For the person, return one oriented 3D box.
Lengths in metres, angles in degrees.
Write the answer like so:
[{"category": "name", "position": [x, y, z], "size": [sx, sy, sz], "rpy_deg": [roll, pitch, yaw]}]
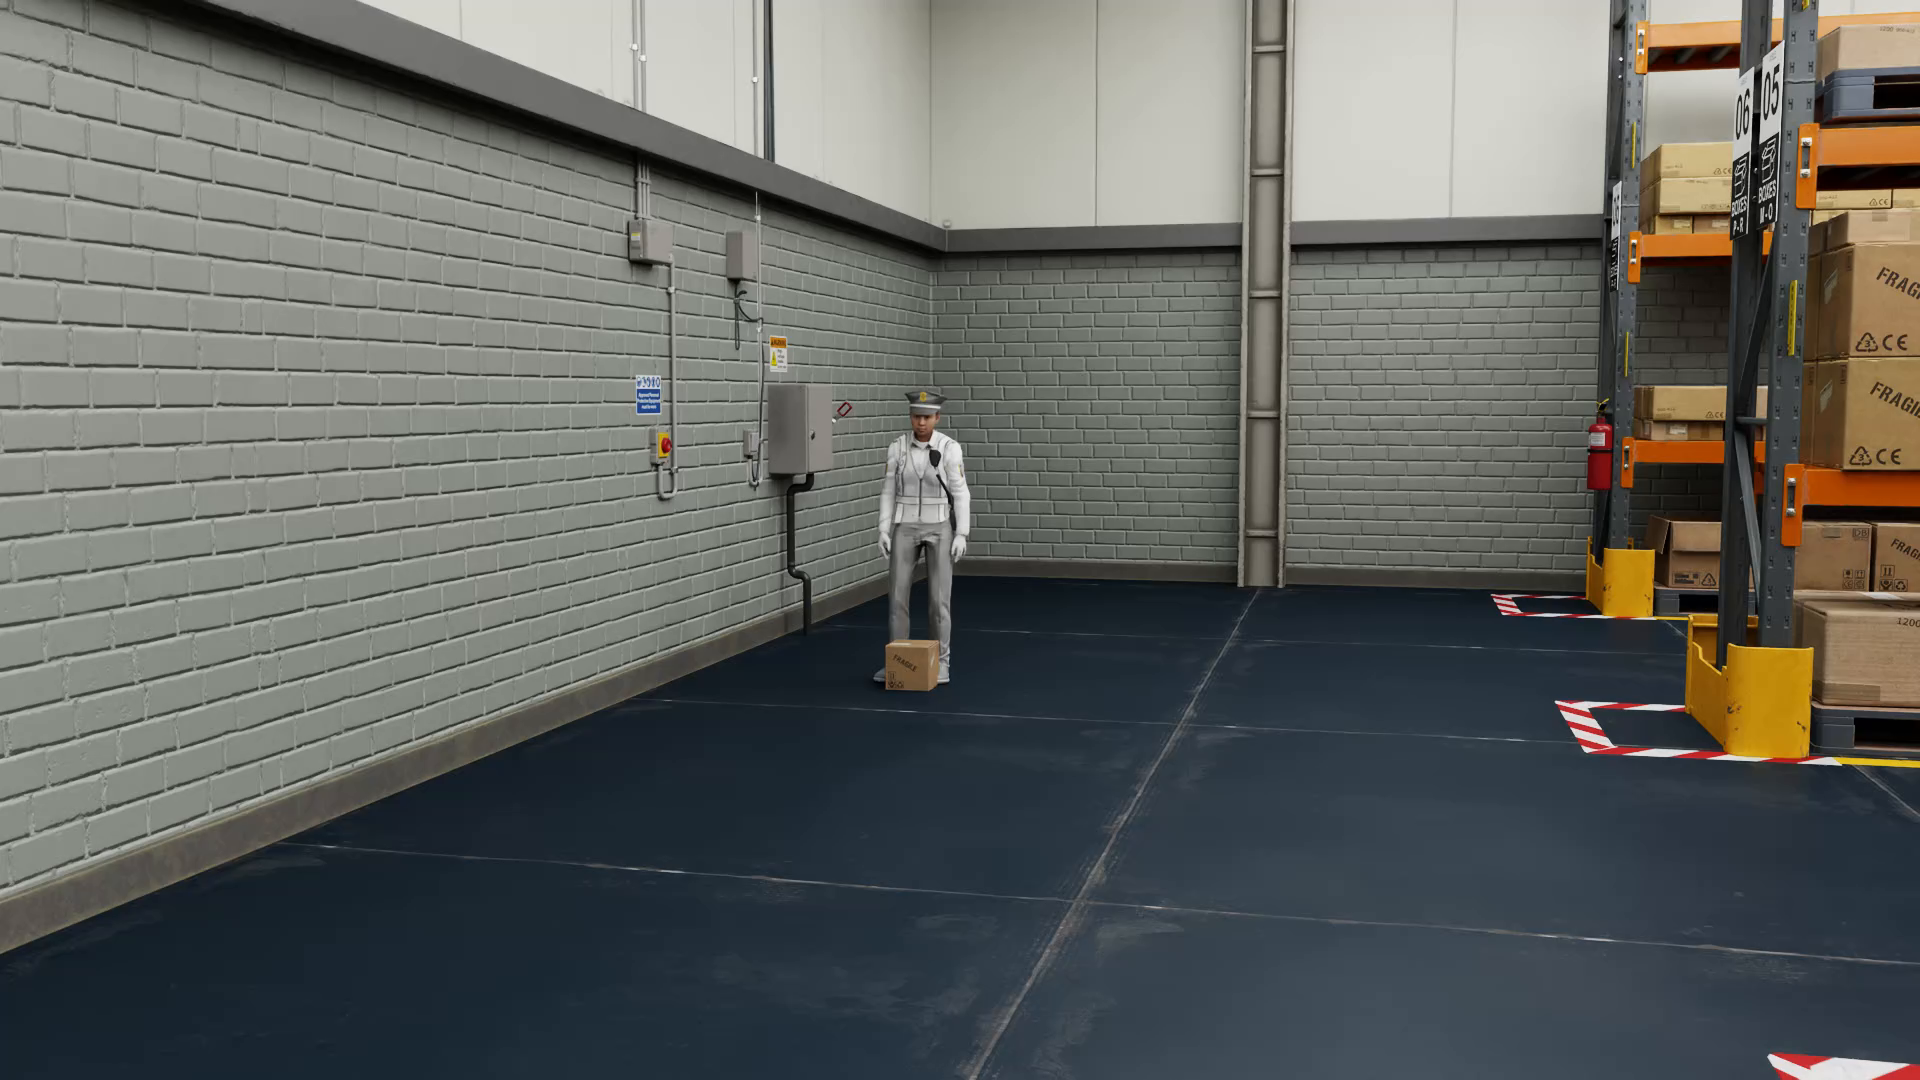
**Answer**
[{"category": "person", "position": [-0.213, -0.021, 9.508], "size": [0.539, 1.662, 0.374], "rpy_deg": [1, 5, 10]}]
